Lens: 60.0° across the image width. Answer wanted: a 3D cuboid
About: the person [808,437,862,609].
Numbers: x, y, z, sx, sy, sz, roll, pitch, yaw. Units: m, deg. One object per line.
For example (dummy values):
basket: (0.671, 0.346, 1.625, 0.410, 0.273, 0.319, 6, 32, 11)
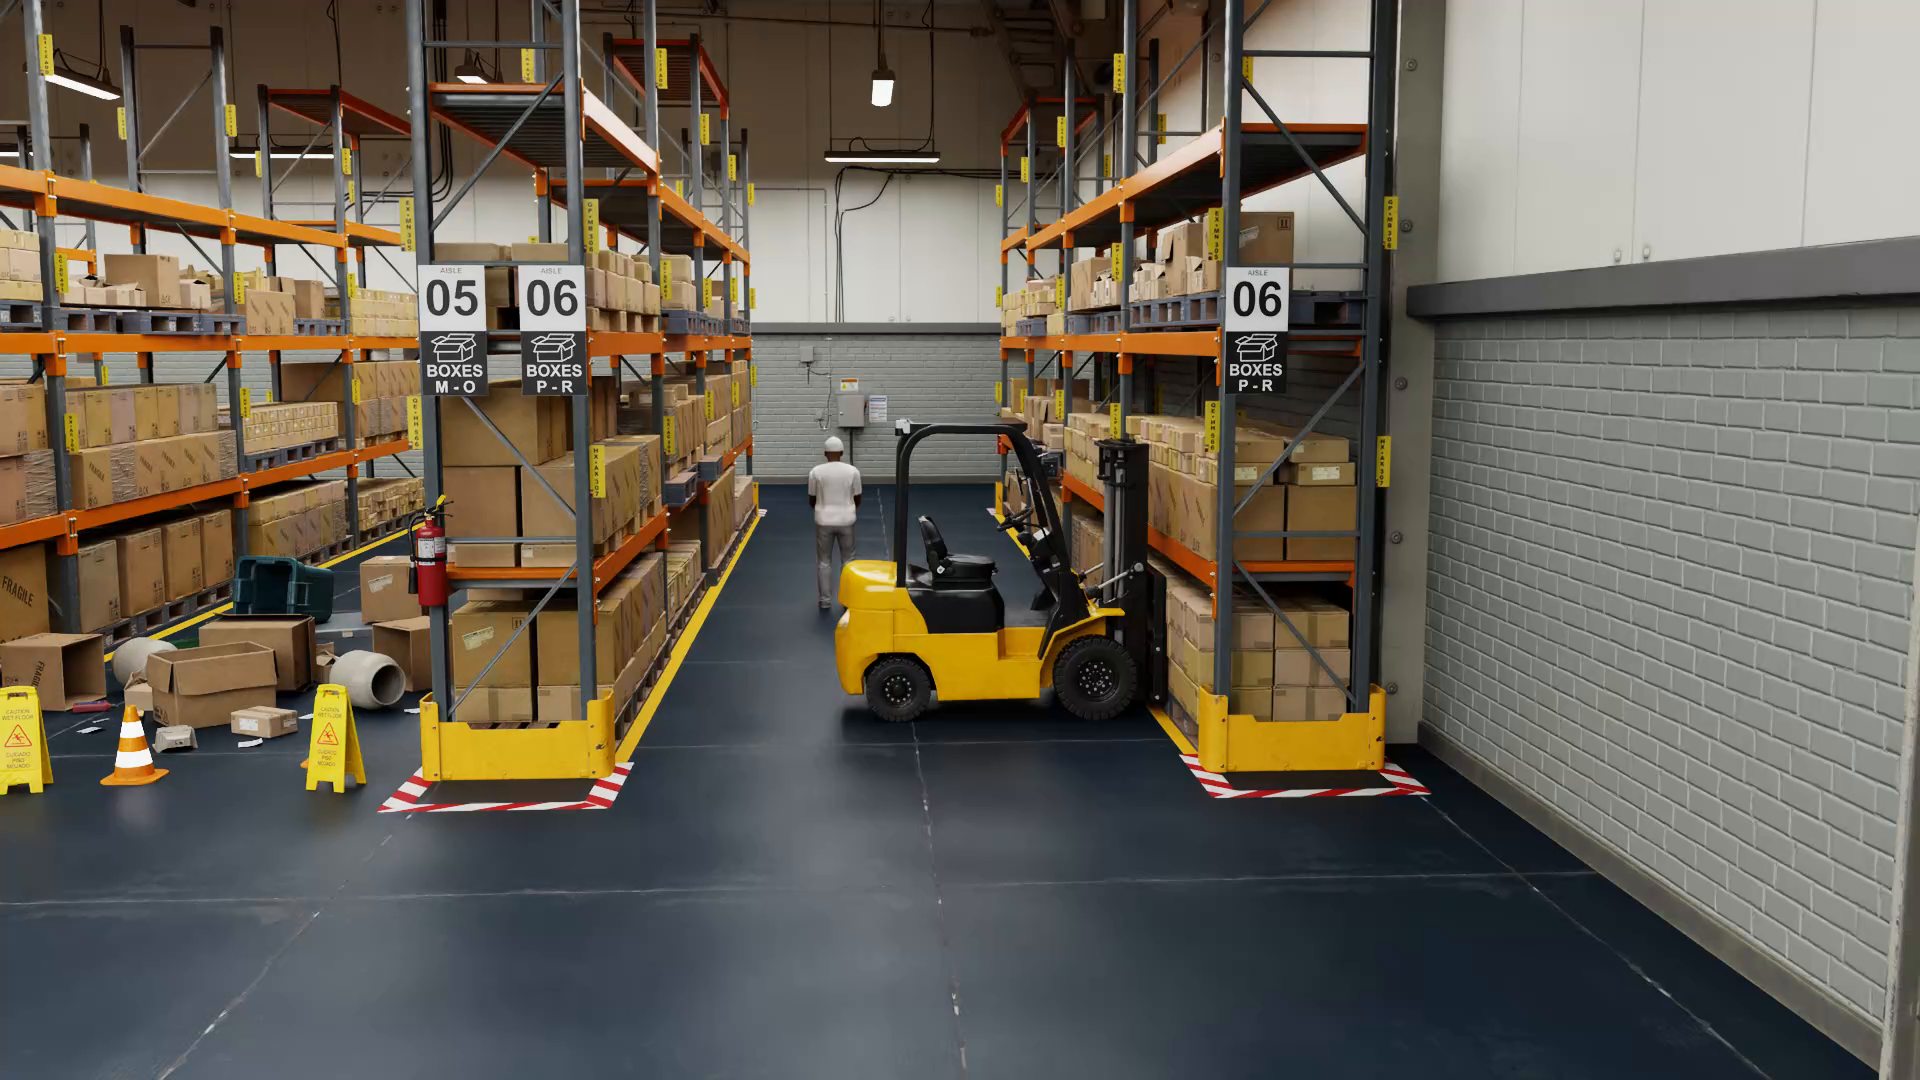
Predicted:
person: (-1.292, -0.188, 17.204, 0.553, 1.769, 0.532, -1, 7, -4)
